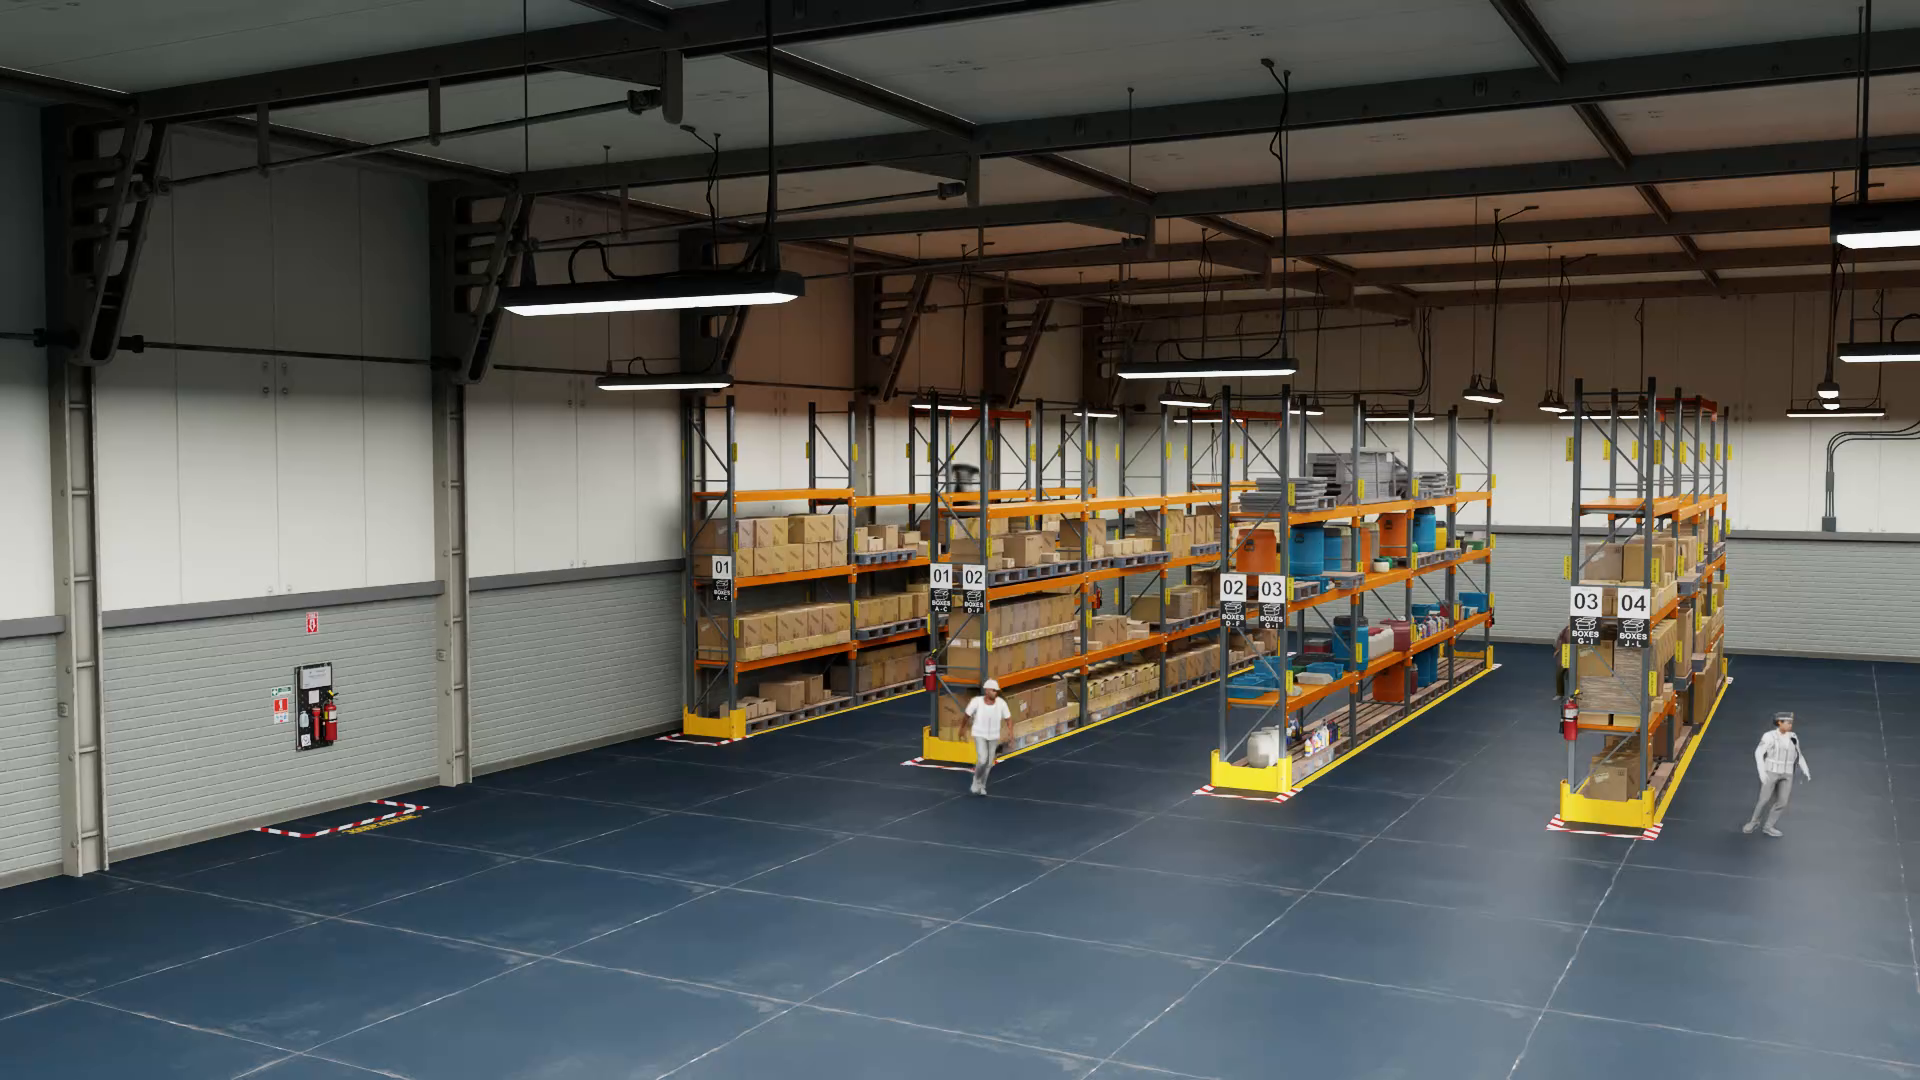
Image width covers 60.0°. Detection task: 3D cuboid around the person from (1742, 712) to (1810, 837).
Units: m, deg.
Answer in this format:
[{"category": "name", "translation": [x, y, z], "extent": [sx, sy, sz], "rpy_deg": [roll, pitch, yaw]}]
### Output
[{"category": "person", "translation": [10.607, 3.046, 21.588], "extent": [0.713, 1.645, 0.555], "rpy_deg": [0, 3, -8]}]

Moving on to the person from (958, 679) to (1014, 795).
[{"category": "person", "translation": [0.411, 2.869, 24.096], "extent": [0.689, 1.724, 0.809], "rpy_deg": [-1, 3, -18]}]

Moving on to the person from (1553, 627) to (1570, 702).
[{"category": "person", "translation": [12.354, 2.481, 33.510], "extent": [0.738, 1.540, 0.807], "rpy_deg": [3, 4, 44]}]
